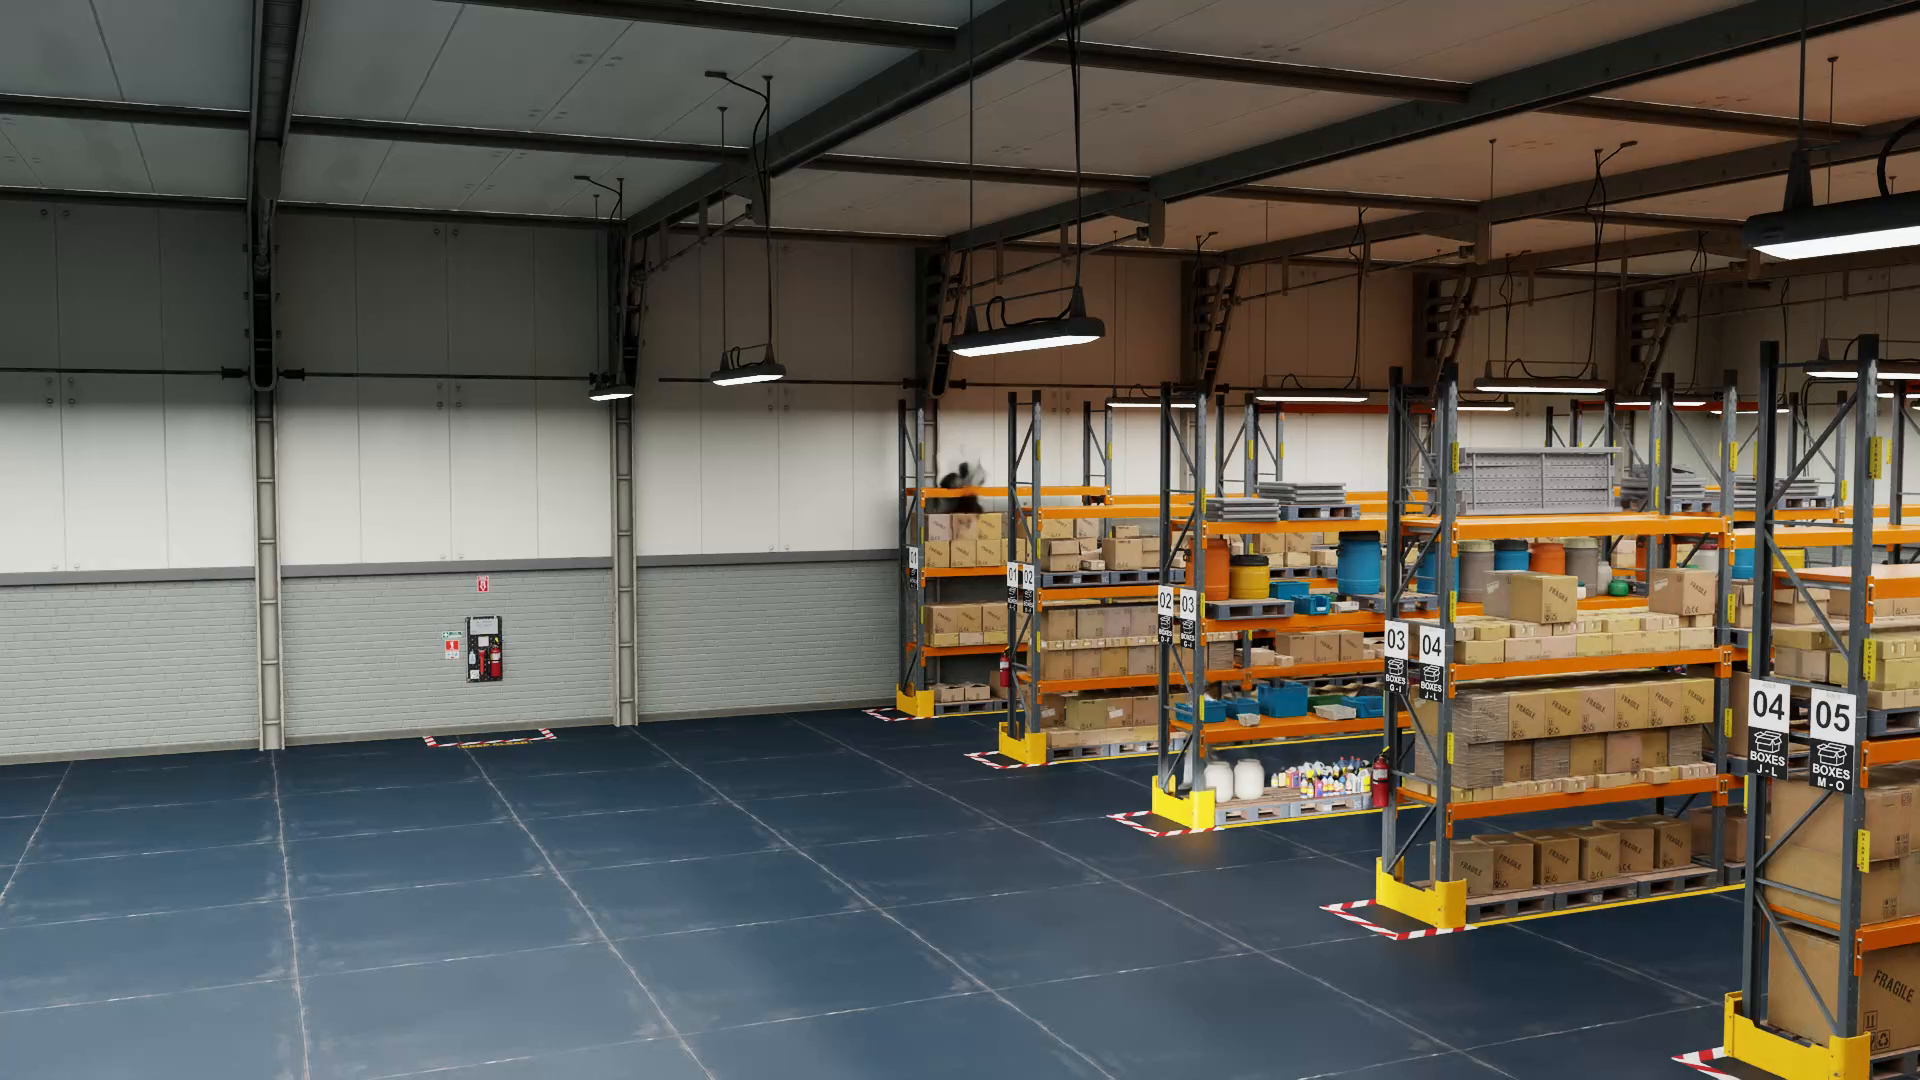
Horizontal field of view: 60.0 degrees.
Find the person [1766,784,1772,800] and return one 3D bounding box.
[{"bbox_3d":[11.042,3.007,22.409,0.839,1.662,0.584,-1,4,-23],"label":"person"}]

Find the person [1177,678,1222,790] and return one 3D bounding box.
[{"bbox_3d":[3.593,2.857,24.776,0.924,1.670,0.583,-3,4,-38],"label":"person"}]
